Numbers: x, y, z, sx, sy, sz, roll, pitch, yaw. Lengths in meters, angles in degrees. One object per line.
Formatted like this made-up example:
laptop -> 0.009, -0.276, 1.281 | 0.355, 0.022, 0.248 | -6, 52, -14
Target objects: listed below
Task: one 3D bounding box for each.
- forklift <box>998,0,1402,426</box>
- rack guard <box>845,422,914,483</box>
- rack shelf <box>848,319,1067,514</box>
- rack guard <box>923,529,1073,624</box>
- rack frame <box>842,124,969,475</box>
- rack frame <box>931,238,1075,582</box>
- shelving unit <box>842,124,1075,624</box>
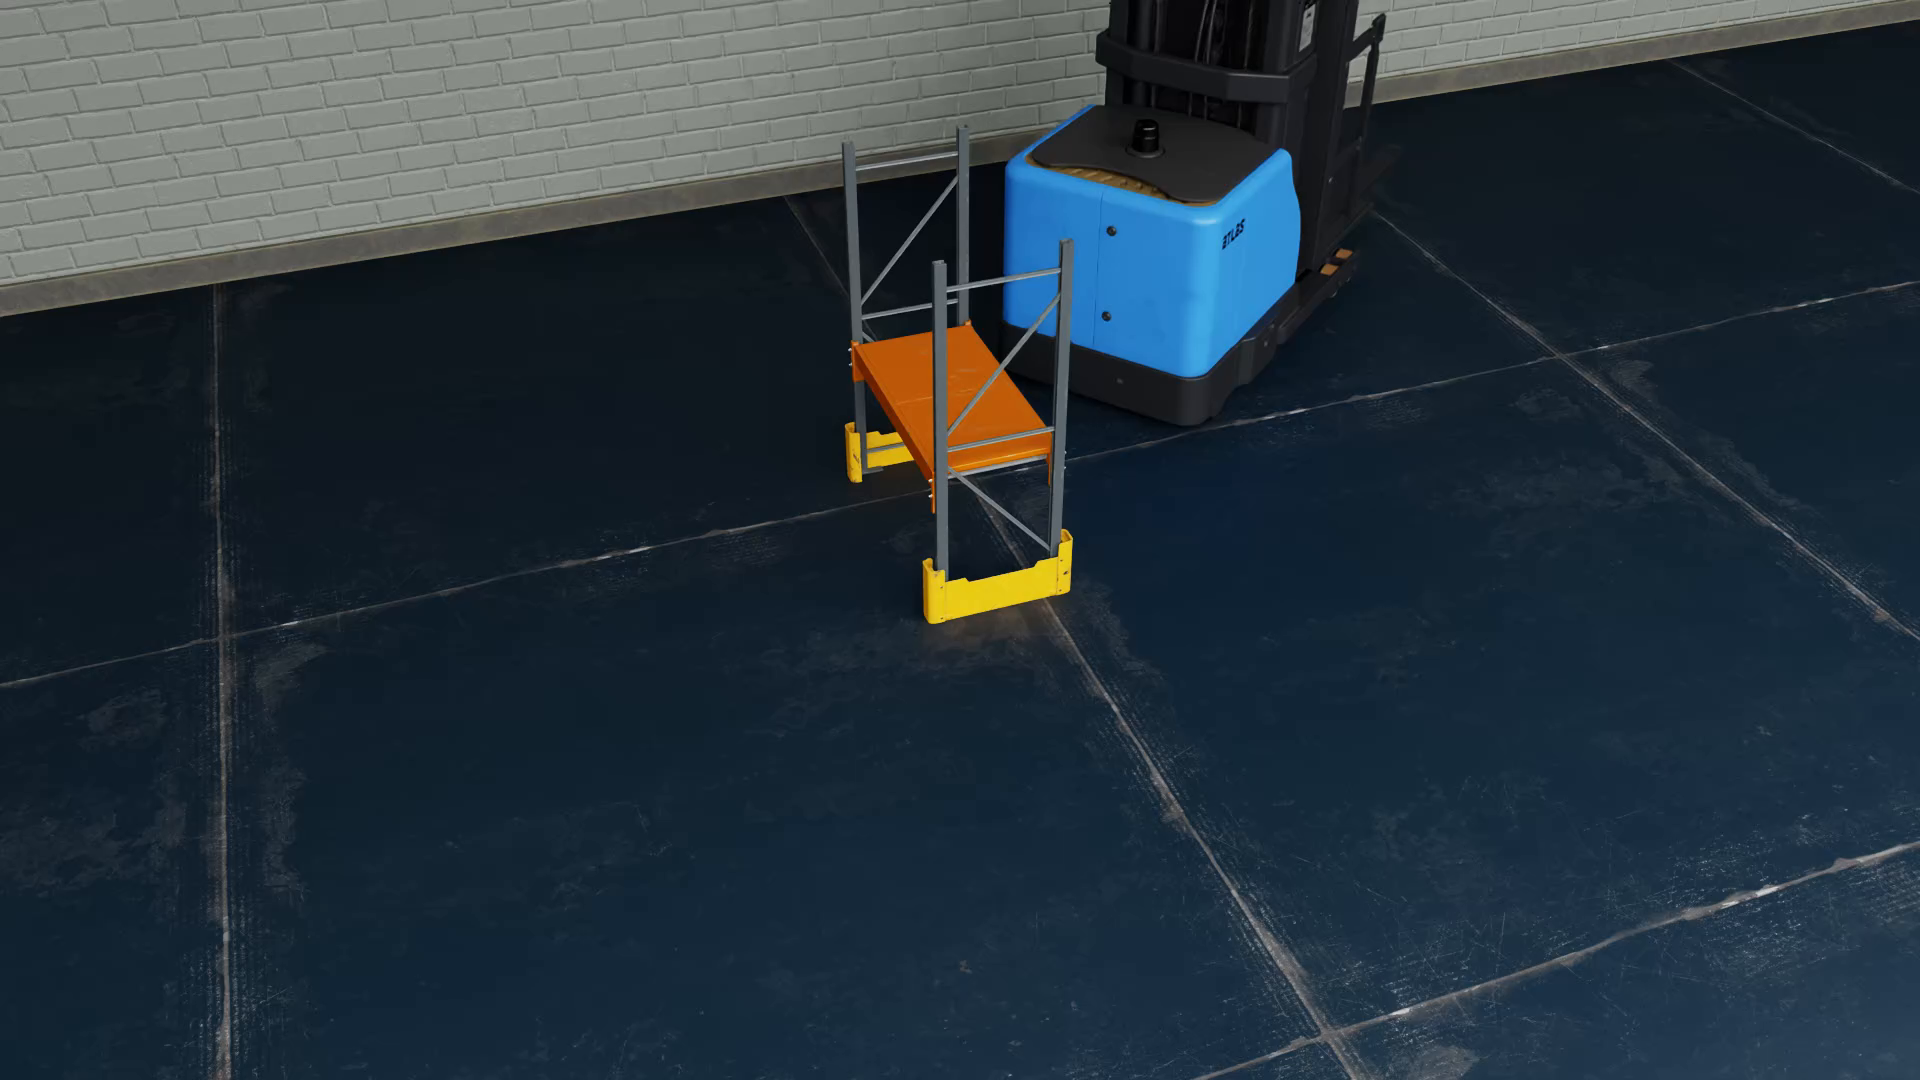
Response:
forklift -> 1.385, -2.528, 7.670 | 1.130, 2.935, 3.031 | 21, 42, 25
rack guard -> -0.198, -0.424, 7.105 | 0.587, 0.250, 0.087 | -12, 39, -16
rack shelf -> -0.029, -0.504, 6.471 | 0.538, 0.185, 1.000 | -12, 39, -16
rack guard -> 0.145, 0.138, 6.358 | 0.587, 0.250, 0.087 | -12, 39, -16
rack frame -> -0.204, -0.934, 6.744 | 0.500, 1.500, 0.032 | -12, 39, -16
rack frame -> 0.146, -0.360, 5.981 | 0.500, 1.500, 0.032 | -12, 39, -16
shelving unit -> -0.026, -0.642, 6.356 | 0.587, 1.500, 1.083 | -12, 39, -16
